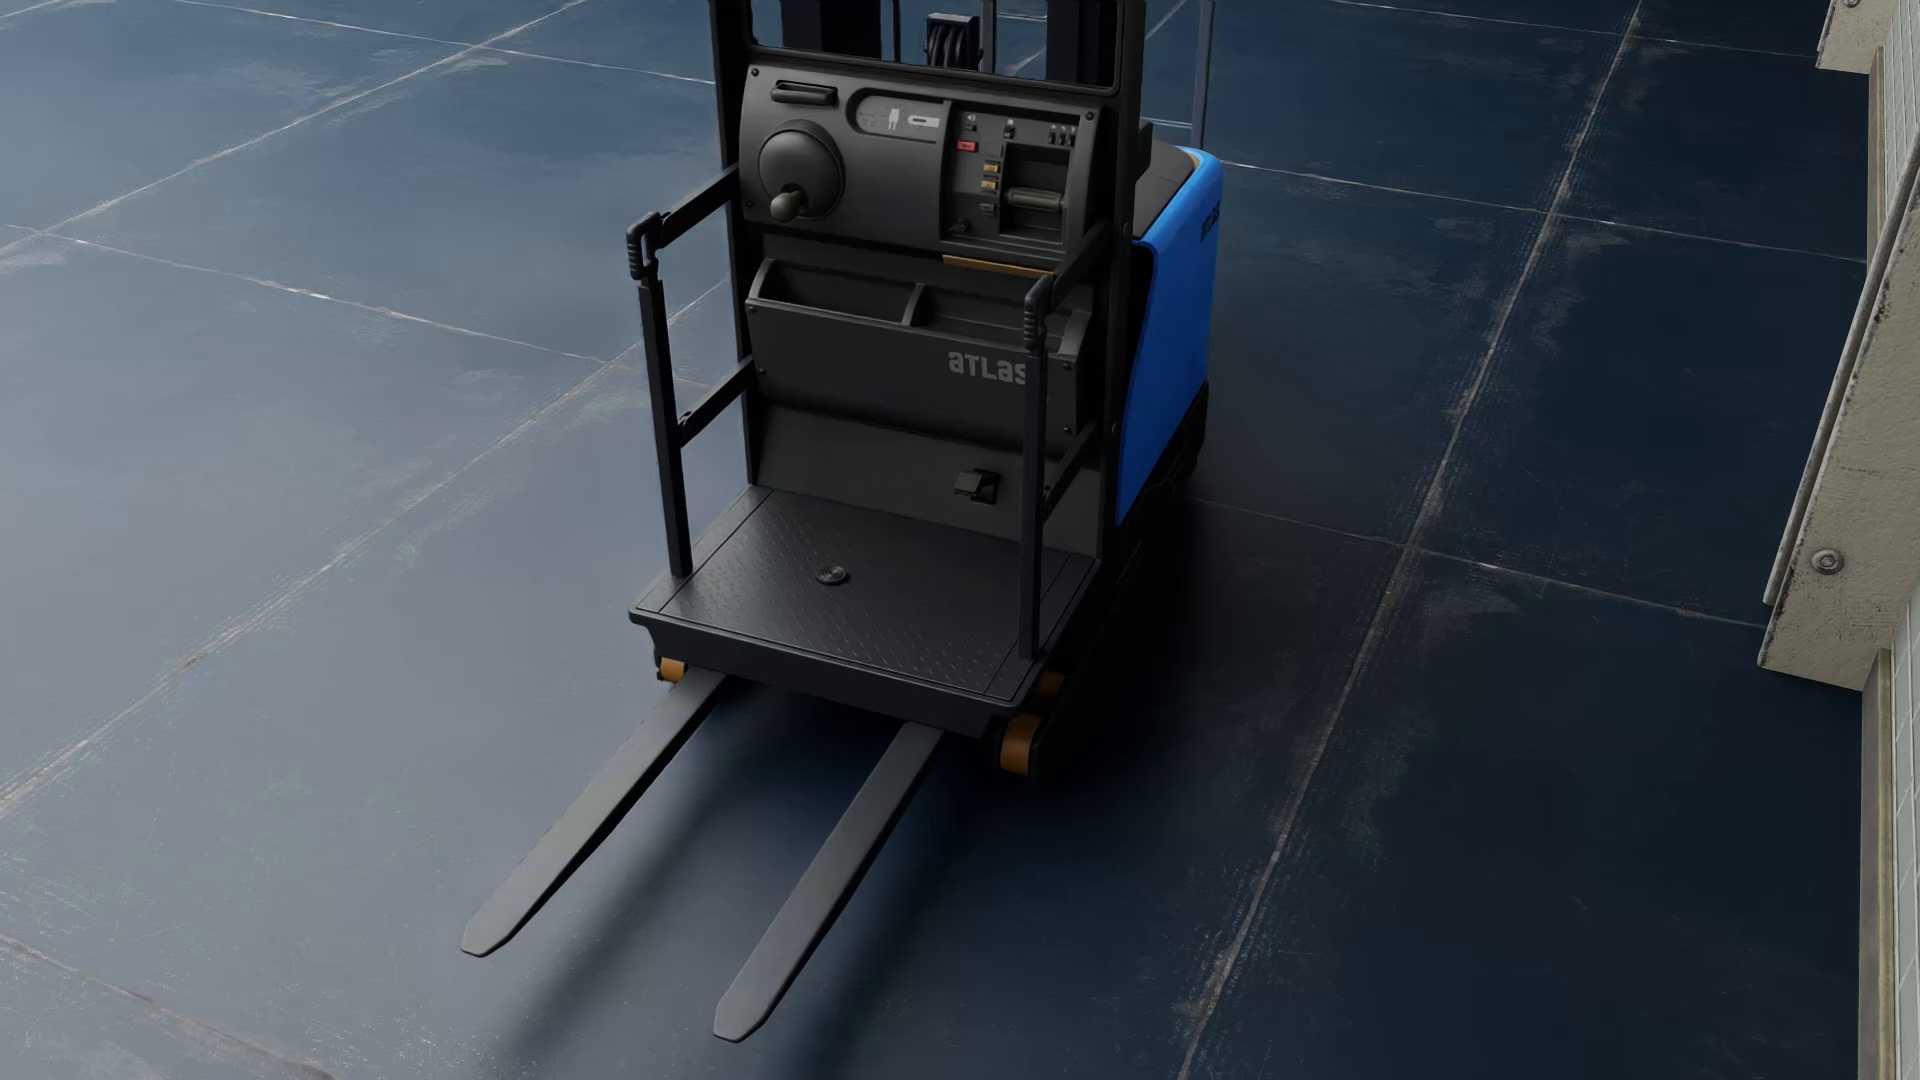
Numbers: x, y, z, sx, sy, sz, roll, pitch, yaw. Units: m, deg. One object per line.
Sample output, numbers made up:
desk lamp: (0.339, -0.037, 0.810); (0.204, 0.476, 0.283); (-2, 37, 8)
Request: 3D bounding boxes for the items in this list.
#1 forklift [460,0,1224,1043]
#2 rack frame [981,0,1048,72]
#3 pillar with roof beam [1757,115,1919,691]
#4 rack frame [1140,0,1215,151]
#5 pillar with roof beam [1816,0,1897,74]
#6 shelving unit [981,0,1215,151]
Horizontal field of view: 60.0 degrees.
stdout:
forklift: (-0.191, -0.876, 3.913); (1.130, 2.935, 3.031); (12, 35, 18)
rack frame: (0.304, -1.073, 5.519); (0.500, 1.500, 0.032); (12, 35, 18)
pillar with roof beam: (-1.431, -4.457, 3.841); (9.100, 9.000, 0.400); (14, 36, 20)
rack frame: (0.681, -1.591, 6.309); (0.500, 1.500, 0.032); (12, 35, 18)
pillar with roof beam: (1.079, -7.445, 8.398); (9.100, 9.000, 0.400); (14, 36, 20)
shelving unit: (0.493, -1.332, 5.914); (0.538, 1.500, 1.048); (12, 35, 18)
